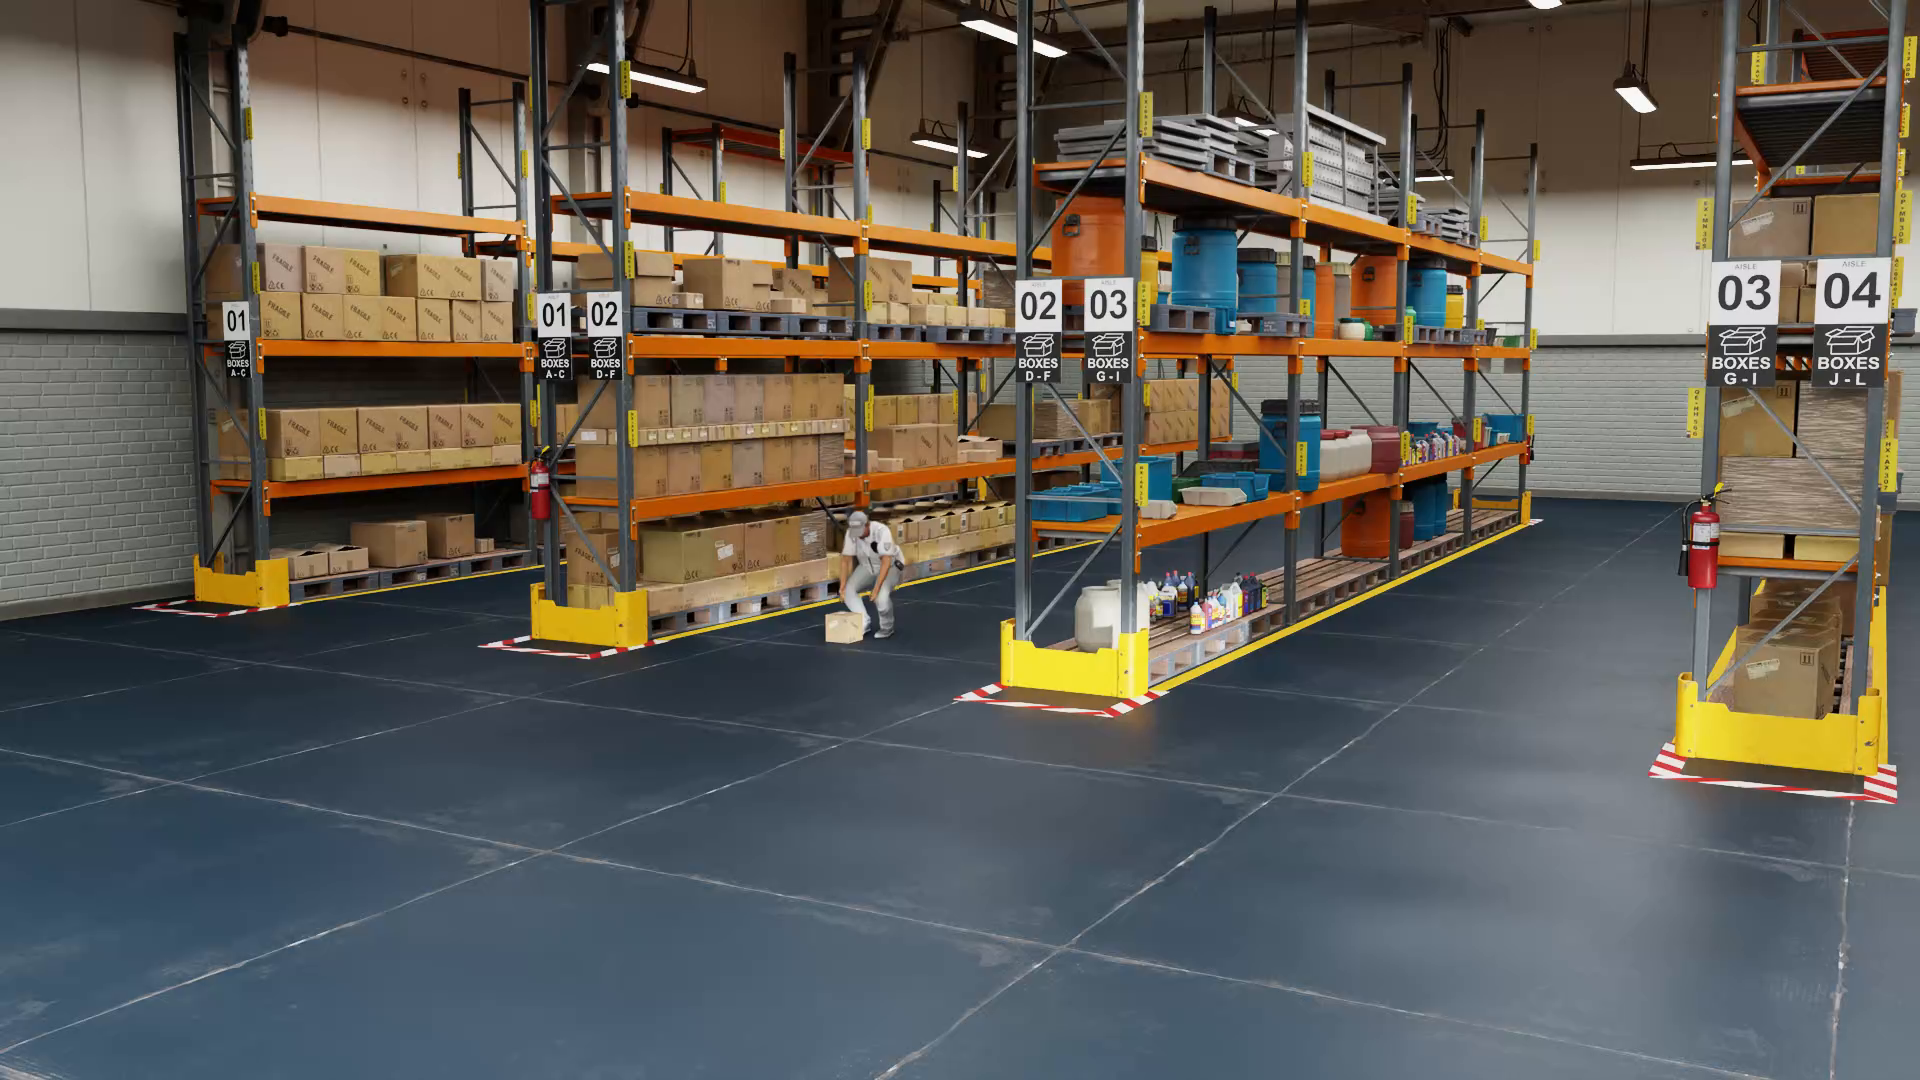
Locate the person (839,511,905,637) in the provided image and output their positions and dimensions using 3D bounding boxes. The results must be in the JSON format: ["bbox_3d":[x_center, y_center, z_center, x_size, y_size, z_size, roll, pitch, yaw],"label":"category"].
[{"bbox_3d":[-0.819,0.308,15.665,0.535,1.207,0.806,3,7,28],"label":"person"}]
